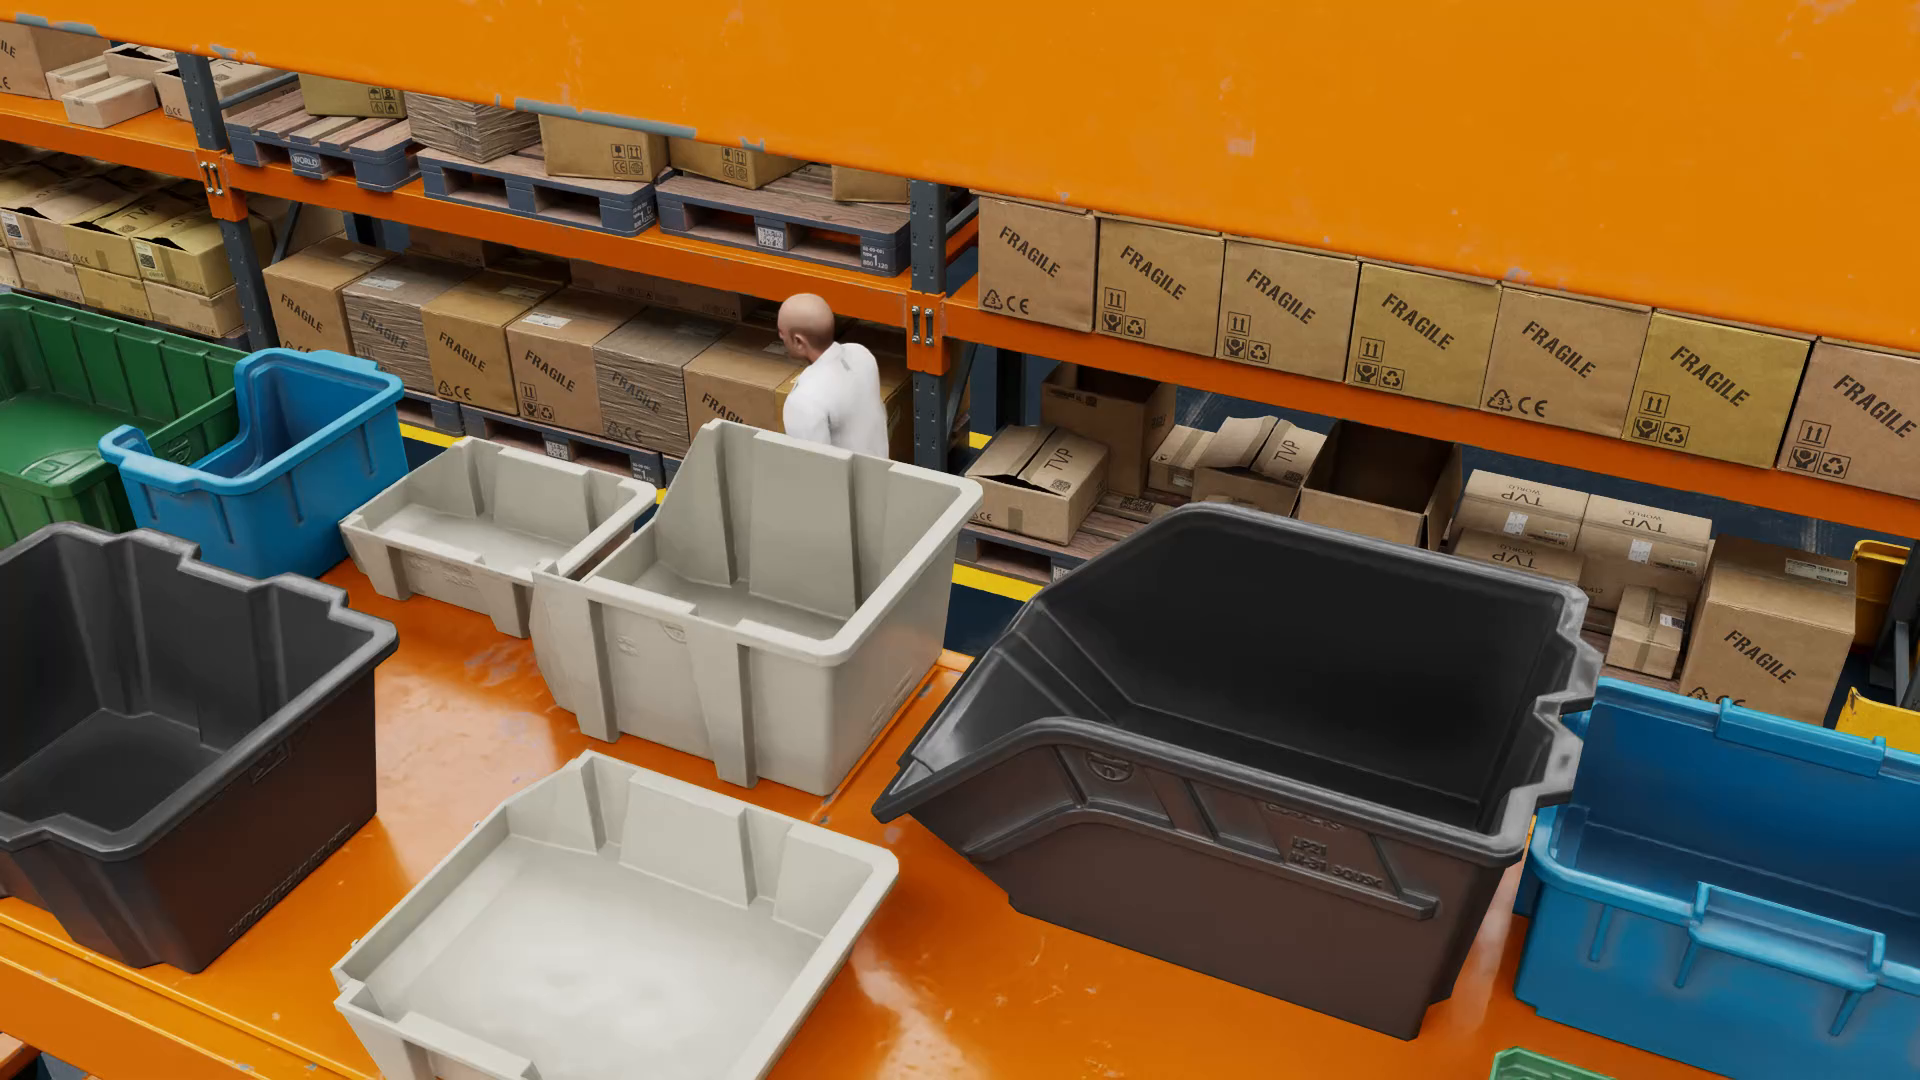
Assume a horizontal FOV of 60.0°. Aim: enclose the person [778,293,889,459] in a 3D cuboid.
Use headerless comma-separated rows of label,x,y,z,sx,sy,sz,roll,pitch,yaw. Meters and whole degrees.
person,-0.484,-0.119,6.335,0.418,1.774,0.647,14,36,20
